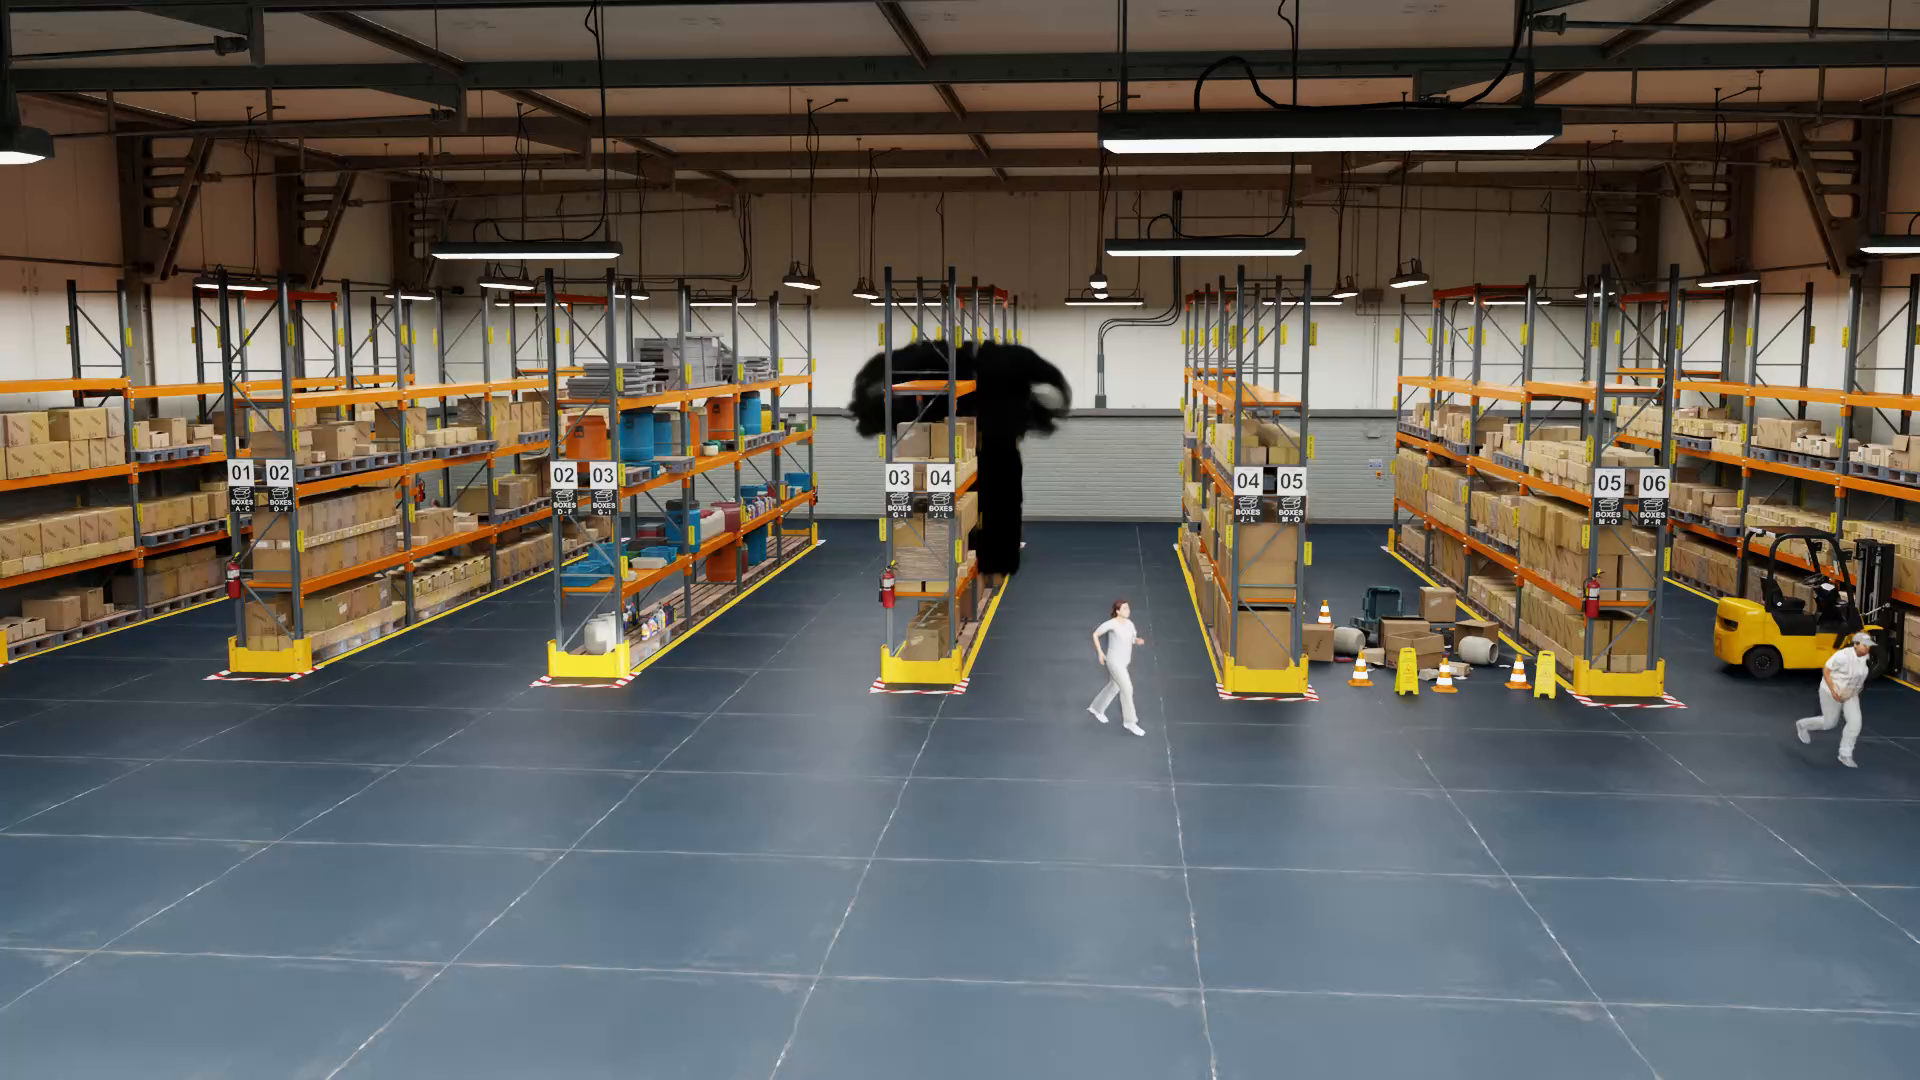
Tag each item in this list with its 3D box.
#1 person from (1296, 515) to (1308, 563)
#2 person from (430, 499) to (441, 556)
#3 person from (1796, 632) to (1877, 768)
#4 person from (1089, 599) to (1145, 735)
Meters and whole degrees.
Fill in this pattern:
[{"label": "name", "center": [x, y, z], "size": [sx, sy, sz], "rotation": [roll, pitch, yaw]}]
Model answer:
[{"label": "person", "center": [6.904, -0.079, 34.622], "size": [0.667, 1.786, 0.956], "rotation": [0, 7, 4]}, {"label": "person", "center": [-11.137, -0.079, 35.330], "size": [0.508, 1.604, 0.667], "rotation": [1, 7, 10]}, {"label": "person", "center": [10.423, 1.848, 19.766], "size": [0.615, 1.624, 0.965], "rotation": [-3, 8, -24]}, {"label": "person", "center": [2.000, 1.583, 21.210], "size": [0.910, 1.696, 0.546], "rotation": [6, 9, 40]}]
